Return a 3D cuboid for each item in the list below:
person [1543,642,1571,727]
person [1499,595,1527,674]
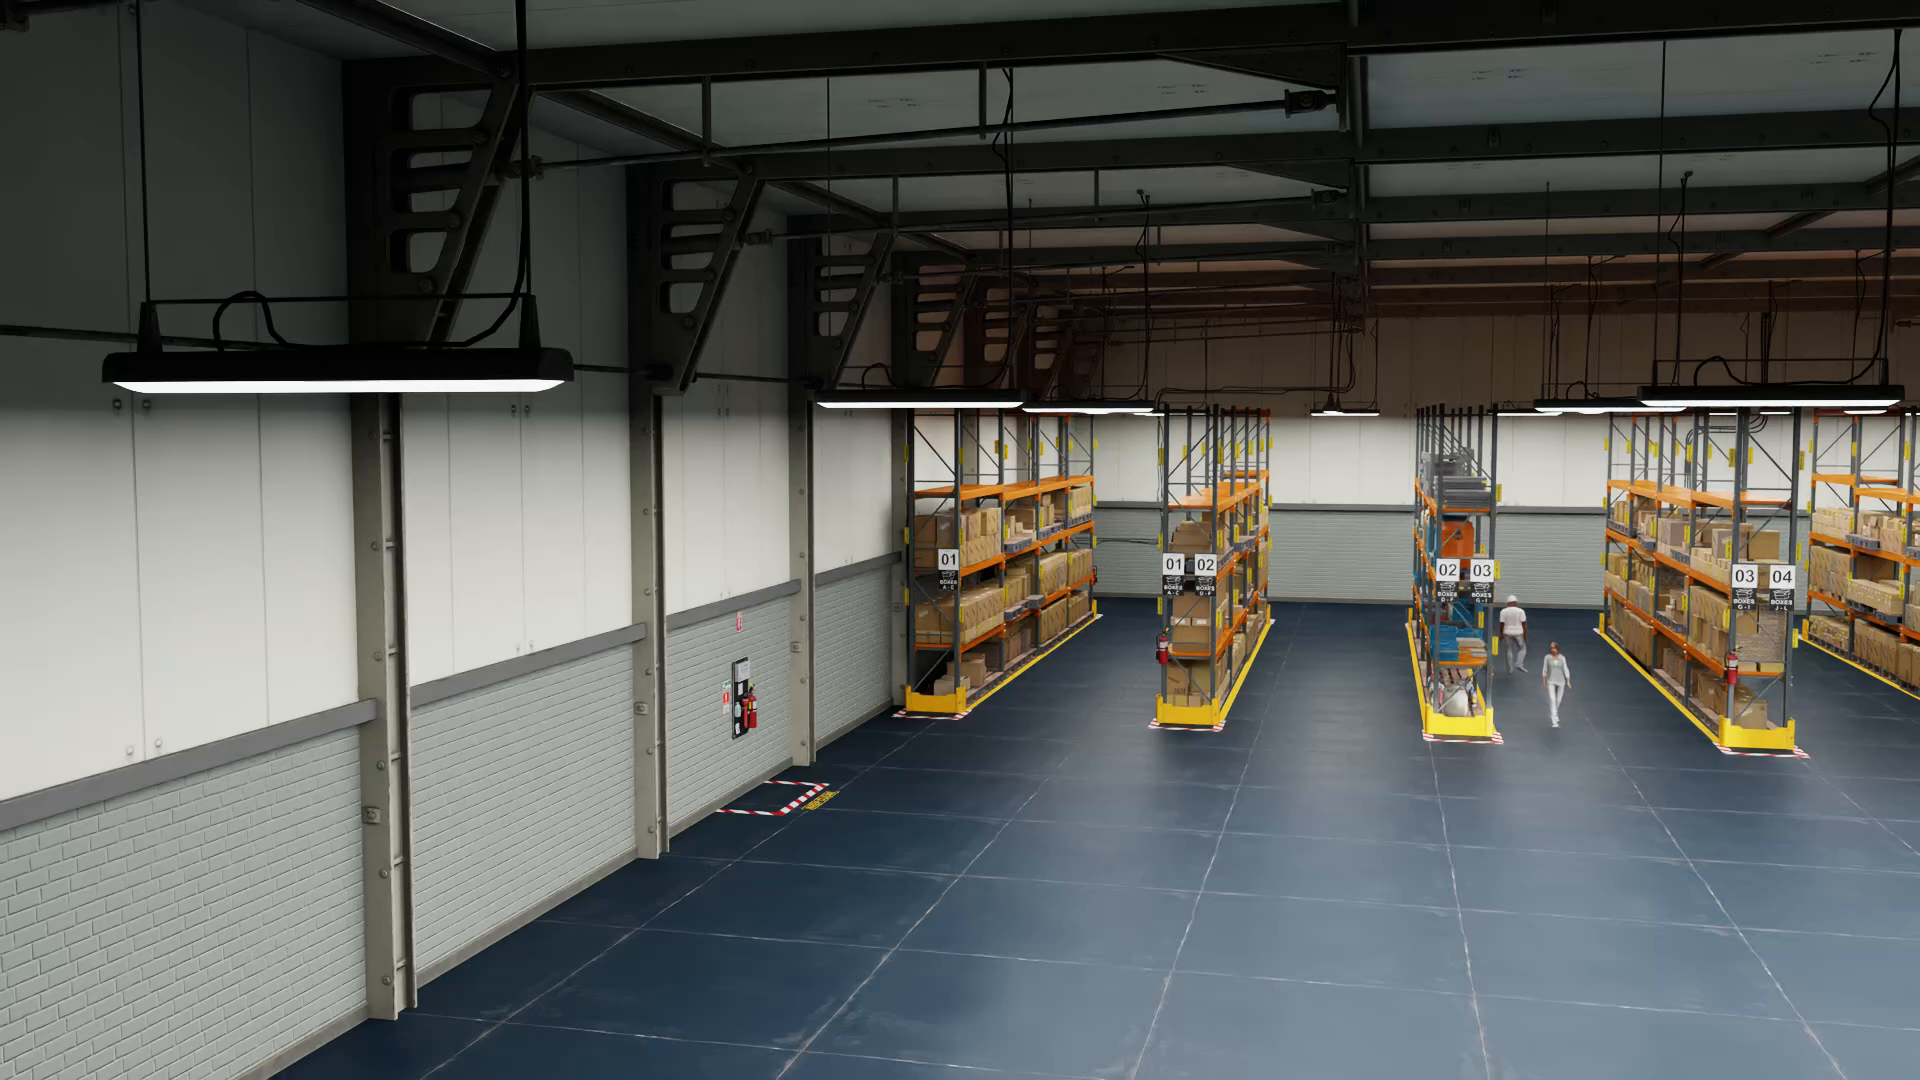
[{"bbox_3d":[11.096,2.675,30.944,0.448,1.553,0.893,1,4,8],"label":"person"},{"bbox_3d":[12.409,2.122,37.250,0.642,1.758,0.465,2,5,26],"label":"person"}]
